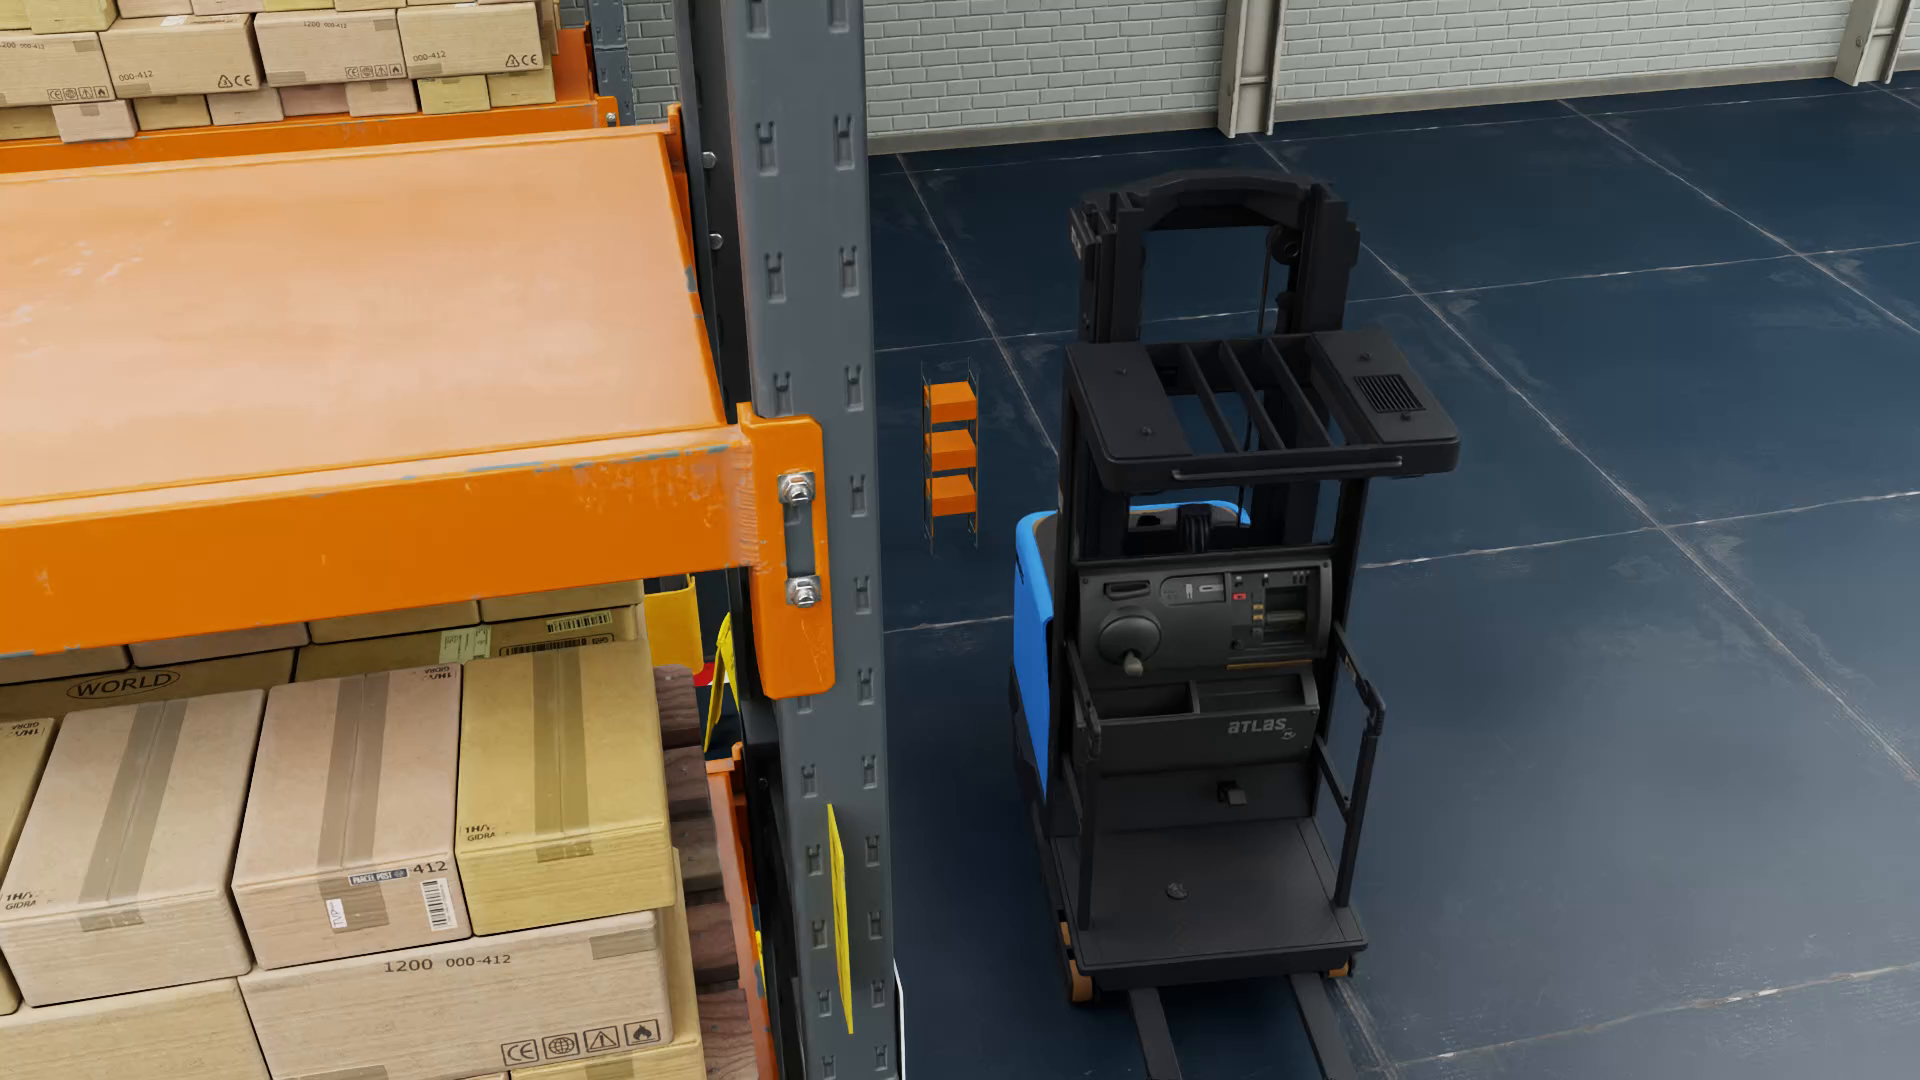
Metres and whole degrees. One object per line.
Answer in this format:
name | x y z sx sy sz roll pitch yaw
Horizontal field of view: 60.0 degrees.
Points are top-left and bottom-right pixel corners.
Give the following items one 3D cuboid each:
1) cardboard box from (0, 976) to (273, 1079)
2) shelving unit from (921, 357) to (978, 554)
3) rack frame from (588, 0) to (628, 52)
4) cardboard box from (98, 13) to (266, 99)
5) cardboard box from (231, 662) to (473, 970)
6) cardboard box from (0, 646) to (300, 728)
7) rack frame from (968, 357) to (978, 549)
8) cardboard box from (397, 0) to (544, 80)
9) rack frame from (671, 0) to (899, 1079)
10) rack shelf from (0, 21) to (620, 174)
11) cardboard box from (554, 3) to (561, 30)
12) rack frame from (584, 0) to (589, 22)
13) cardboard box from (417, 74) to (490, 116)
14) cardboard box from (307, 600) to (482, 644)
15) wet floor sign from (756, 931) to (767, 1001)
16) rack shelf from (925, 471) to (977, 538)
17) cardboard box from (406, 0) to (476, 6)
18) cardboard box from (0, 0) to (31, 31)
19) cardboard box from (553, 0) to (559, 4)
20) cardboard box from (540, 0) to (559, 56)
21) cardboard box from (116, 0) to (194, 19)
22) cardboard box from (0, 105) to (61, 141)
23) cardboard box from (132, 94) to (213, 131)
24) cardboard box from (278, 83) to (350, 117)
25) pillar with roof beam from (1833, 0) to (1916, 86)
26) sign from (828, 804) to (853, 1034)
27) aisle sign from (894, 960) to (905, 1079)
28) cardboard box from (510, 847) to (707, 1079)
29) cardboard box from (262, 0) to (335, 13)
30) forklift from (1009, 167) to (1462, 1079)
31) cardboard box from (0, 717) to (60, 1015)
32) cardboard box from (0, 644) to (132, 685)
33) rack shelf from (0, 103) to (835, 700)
cardboard box | -1.164 0.523 2.211 0.500 0.250 0.500 -7 35 -10
shelving unit | -0.052 -0.429 8.671 0.252 1.050 0.215 -7 35 -11
rack frame | -1.451 -3.396 5.958 0.127 3.000 1.000 -7 35 -11
cardboard box | -2.886 -1.875 6.251 0.500 0.250 0.500 -6 34 -9
cardboard box | -0.758 0.340 2.125 0.250 0.149 0.380 -7 34 -10
cardboard box | -1.282 0.233 2.643 0.500 0.250 0.500 -8 35 -11
rack frame | 0.067 -0.444 8.693 0.008 1.050 0.200 -7 35 -11
cardboard box | -1.890 -2.003 6.441 0.500 0.250 0.500 -8 35 -11
rack frame | -0.260 -0.718 1.968 0.127 3.000 1.000 -7 35 -11
rack shelf | -3.401 -1.606 6.628 4.000 0.370 1.077 -7 35 -11
cardboard box | -2.971 -3.441 11.319 0.500 0.500 0.500 -8 35 -12
rack frame | -2.549 -3.602 11.649 0.127 3.000 1.000 -7 35 -11
cardboard box | -1.972 -1.802 6.500 0.250 0.149 0.380 -7 34 -10
cardboard box | -0.900 -0.017 2.658 0.250 0.149 0.380 -7 34 -10
wet floor sign | -0.669 1.671 5.904 0.232 0.644 0.267 -13 36 -19
rack shelf | -0.052 -0.190 8.831 0.240 0.259 0.215 -7 35 -11
cardboard box | -1.975 -2.165 6.325 0.250 0.149 0.380 -7 34 -10
cardboard box | -3.475 -1.983 6.054 0.250 0.149 0.380 -7 34 -10
cardboard box | -2.826 -3.718 11.150 0.250 0.149 0.380 -7 34 -10
cardboard box | -1.846 -2.182 7.066 0.250 0.149 0.380 -7 35 -10
cardboard box | -2.980 -2.076 6.193 0.250 0.149 0.380 -8 35 -12
cardboard box | -3.487 -1.649 6.272 0.250 0.149 0.380 -7 34 -10
cardboard box | -2.992 -1.708 6.360 0.250 0.149 0.380 -8 35 -12
cardboard box | -2.501 -1.793 6.487 0.250 0.149 0.380 -7 34 -10
pillar with roof beam | 9.227 -5.633 9.292 0.400 9.000 9.100 -7 35 -11
sign | -0.154 0.489 2.137 0.005 0.325 0.100 -7 35 -11
aisle sign | -0.125 0.848 2.685 0.004 0.787 0.394 -7 35 -11
cardboard box | -0.510 0.641 2.393 0.250 0.149 0.380 -7 35 -11
cardboard box | -2.479 -2.120 6.258 0.250 0.149 0.380 -7 34 -10
forklift | 0.916 0.337 5.840 1.130 2.935 3.031 -4 34 -6
cardboard box | -1.260 0.404 2.030 0.250 0.149 0.380 -7 34 -10
cardboard box | -1.397 0.045 2.565 0.250 0.149 0.380 -7 34 -10
rack shelf | -2.211 -0.008 1.913 4.000 0.370 1.077 -7 35 -11
